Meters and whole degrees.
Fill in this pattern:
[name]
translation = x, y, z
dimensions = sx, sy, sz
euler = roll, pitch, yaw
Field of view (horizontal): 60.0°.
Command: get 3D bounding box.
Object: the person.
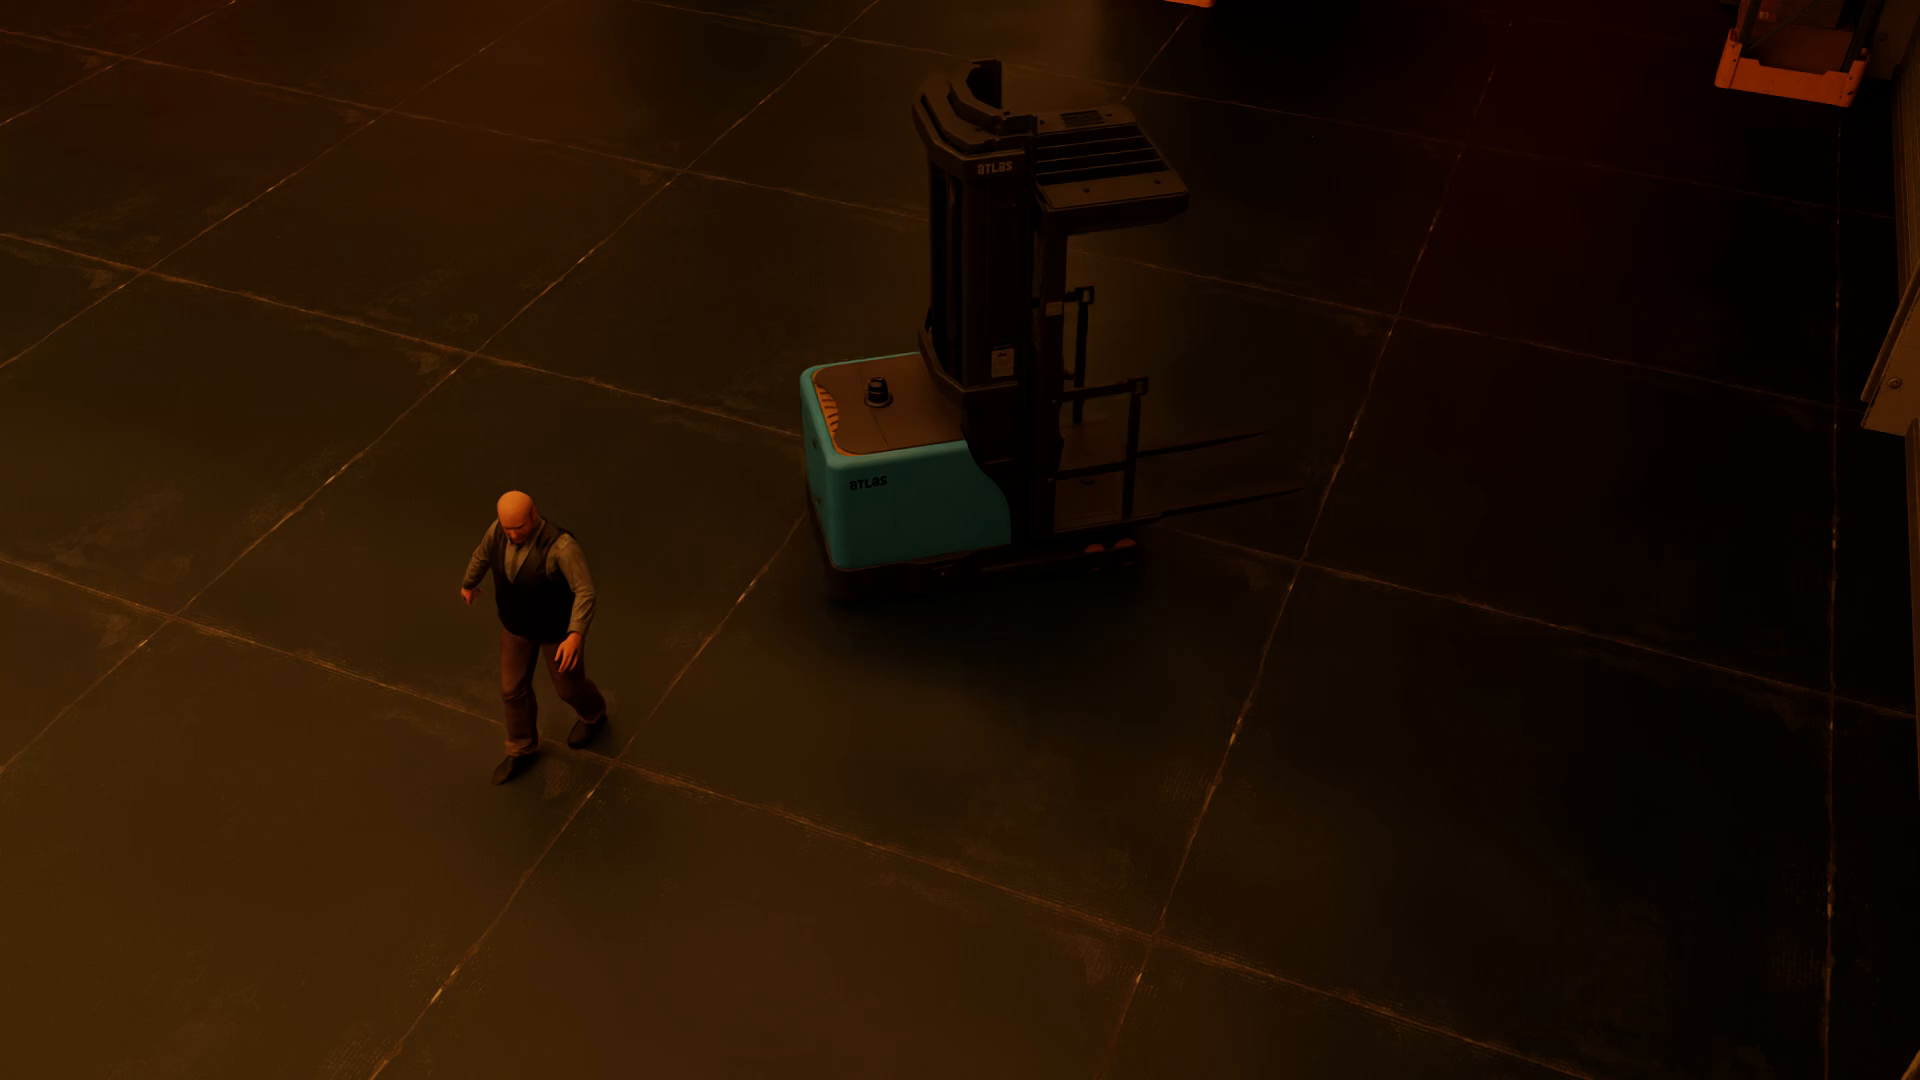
[person]
translation = -2.199, 0.482, 8.418
dimensions = 0.974, 1.715, 0.700
euler = 16, 43, 18

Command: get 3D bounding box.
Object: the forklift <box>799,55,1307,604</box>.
[forklift]
translation = 0.611, -1.257, 9.508
dimensions = 3.031, 2.935, 1.130
euler = -9, 41, -11
